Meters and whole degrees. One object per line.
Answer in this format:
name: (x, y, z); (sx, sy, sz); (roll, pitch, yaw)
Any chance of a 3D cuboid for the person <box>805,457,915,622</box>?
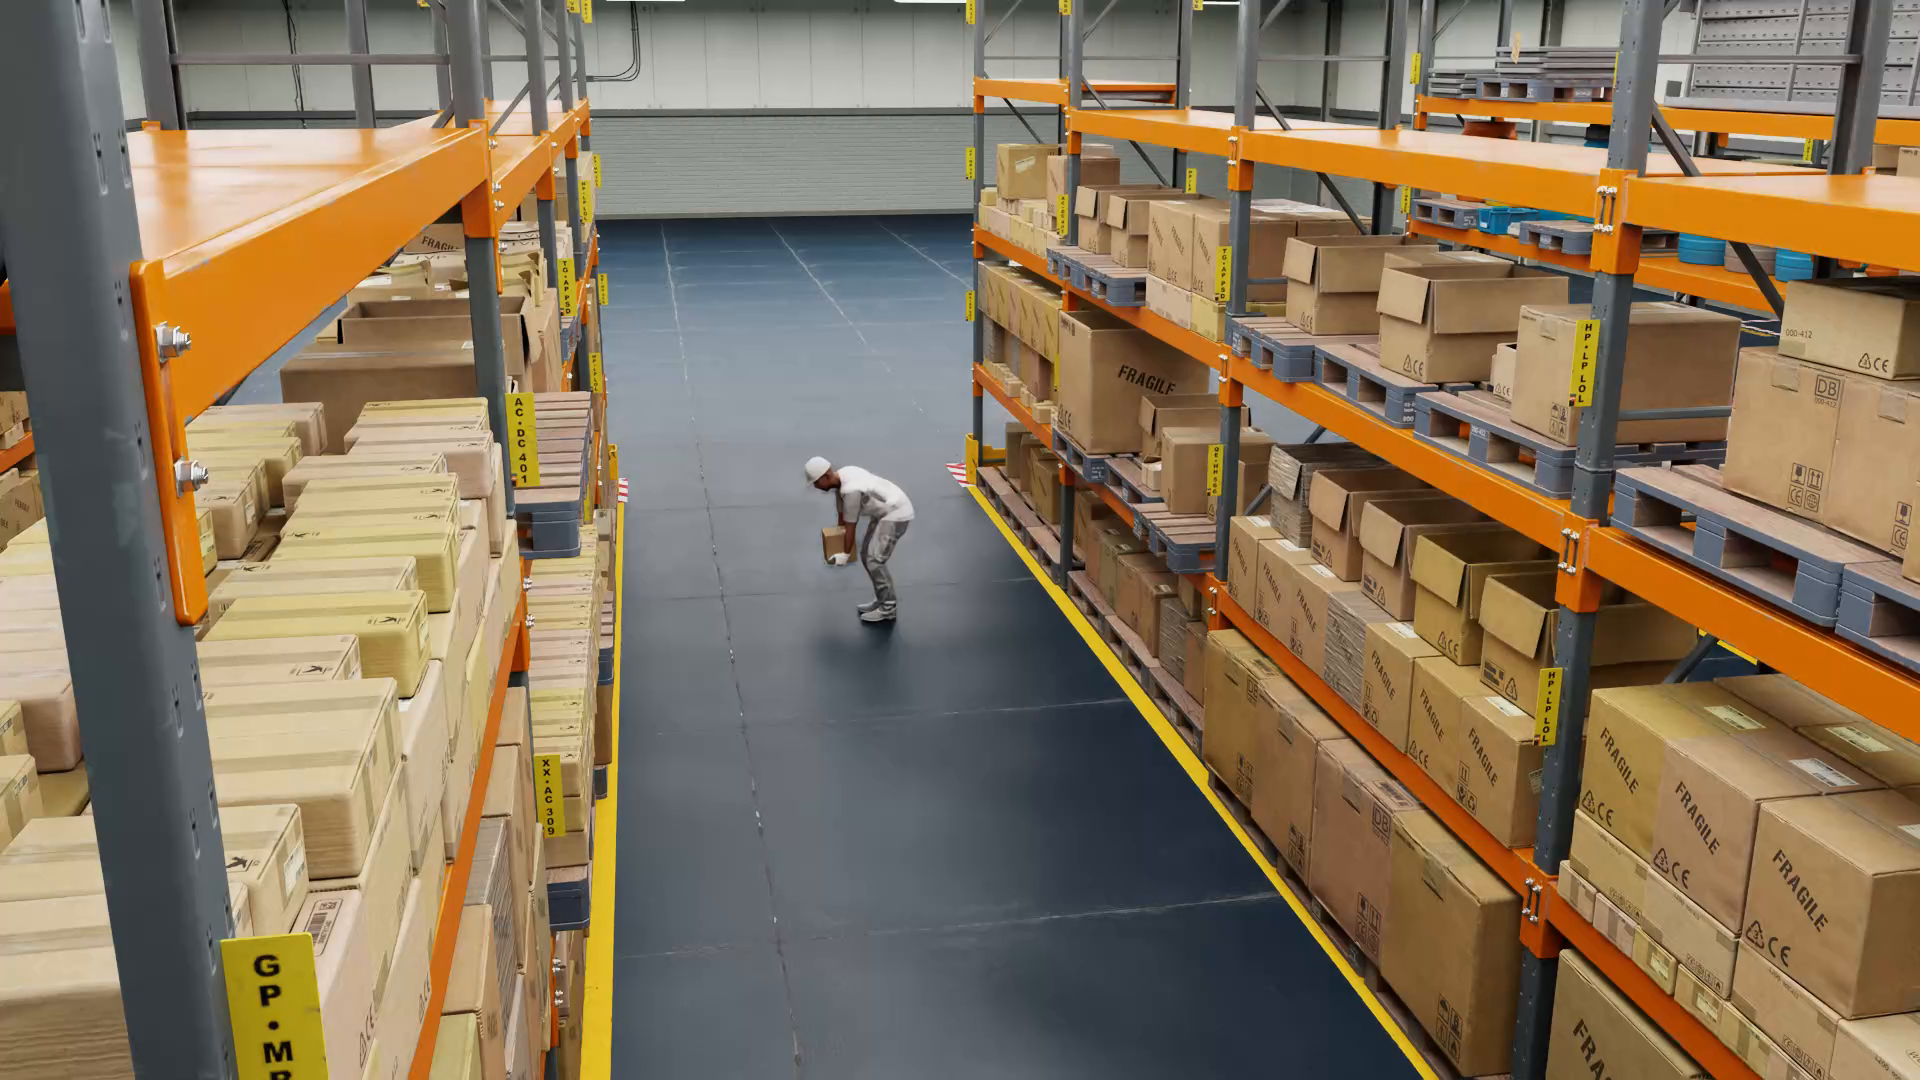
person: (-0.826, -0.022, 13.761); (0.895, 1.398, 0.494); (-4, 17, -12)
